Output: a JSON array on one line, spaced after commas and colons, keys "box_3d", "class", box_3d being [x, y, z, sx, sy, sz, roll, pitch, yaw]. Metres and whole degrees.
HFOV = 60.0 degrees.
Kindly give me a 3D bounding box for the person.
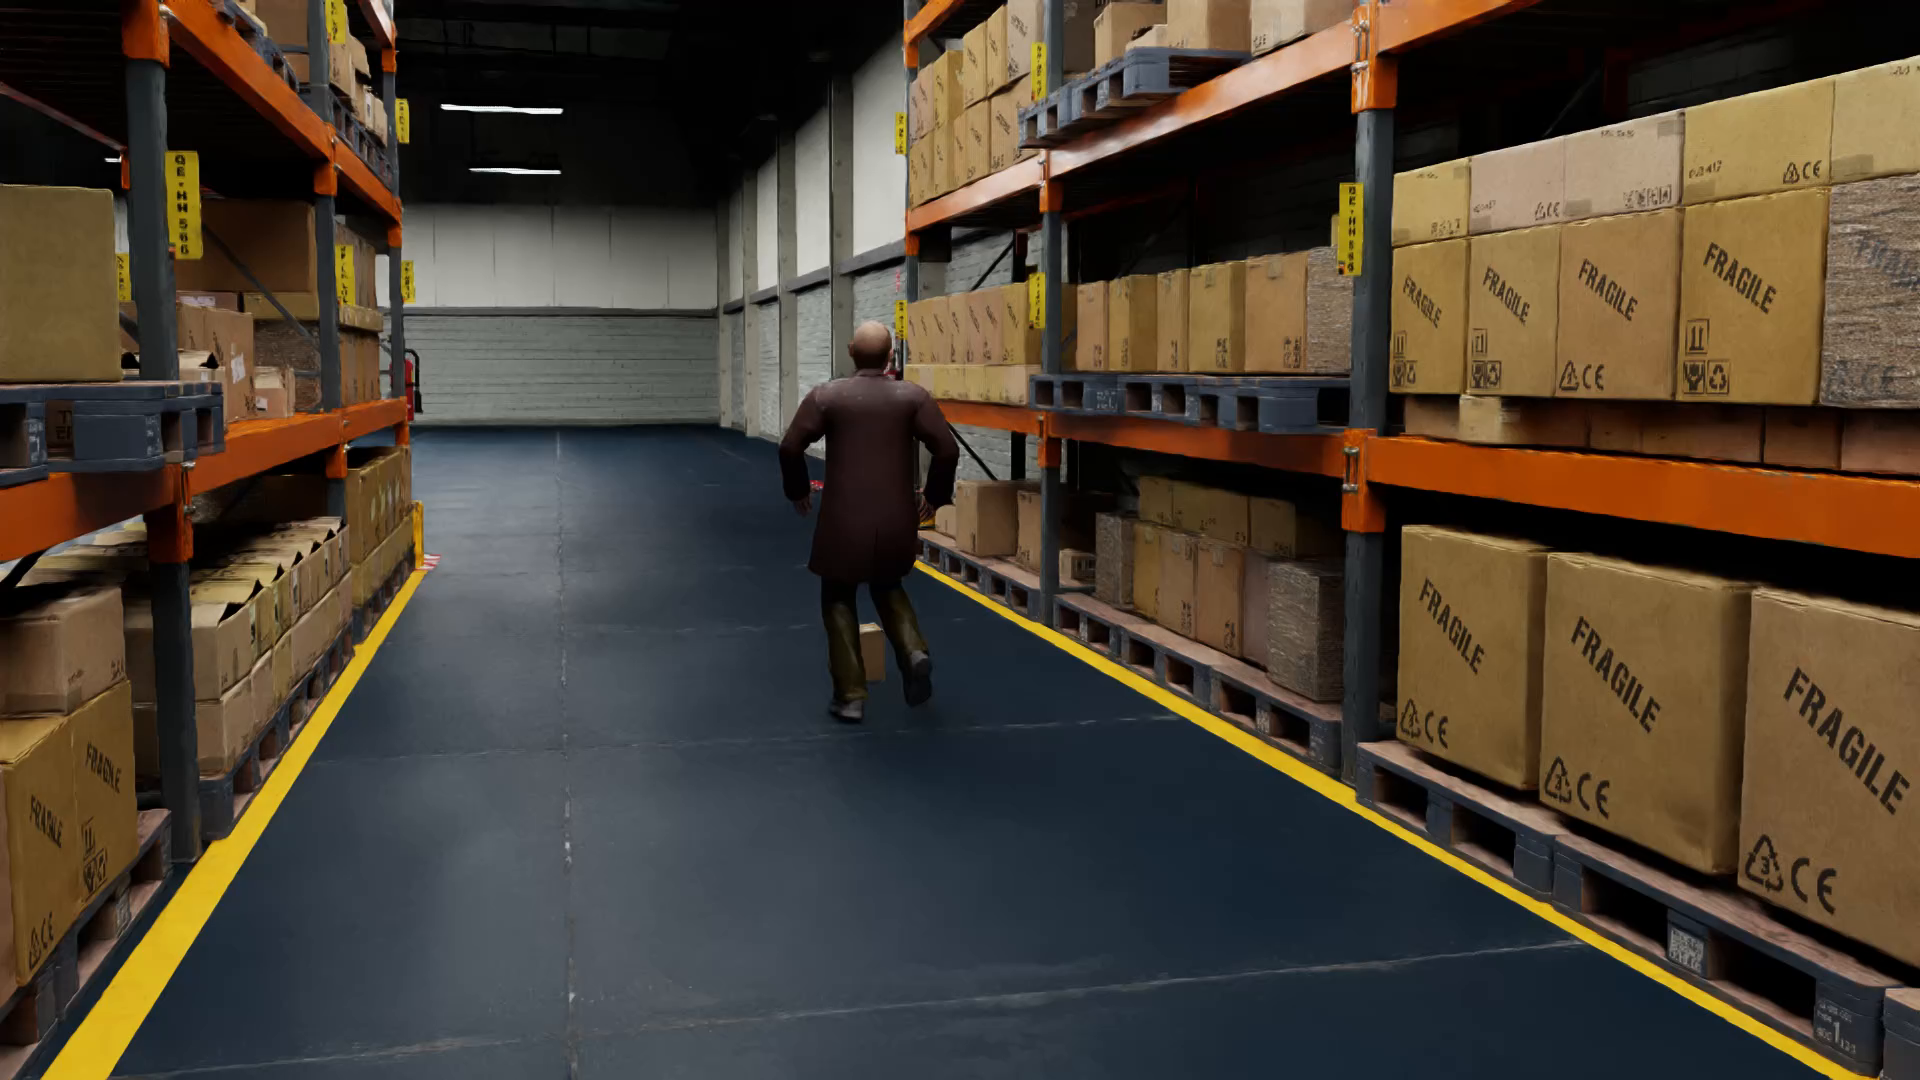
[{"box_3d": [-0.423, -0.084, 7.333, 0.787, 1.747, 0.520, -2, 6, -17], "class": "person"}]
